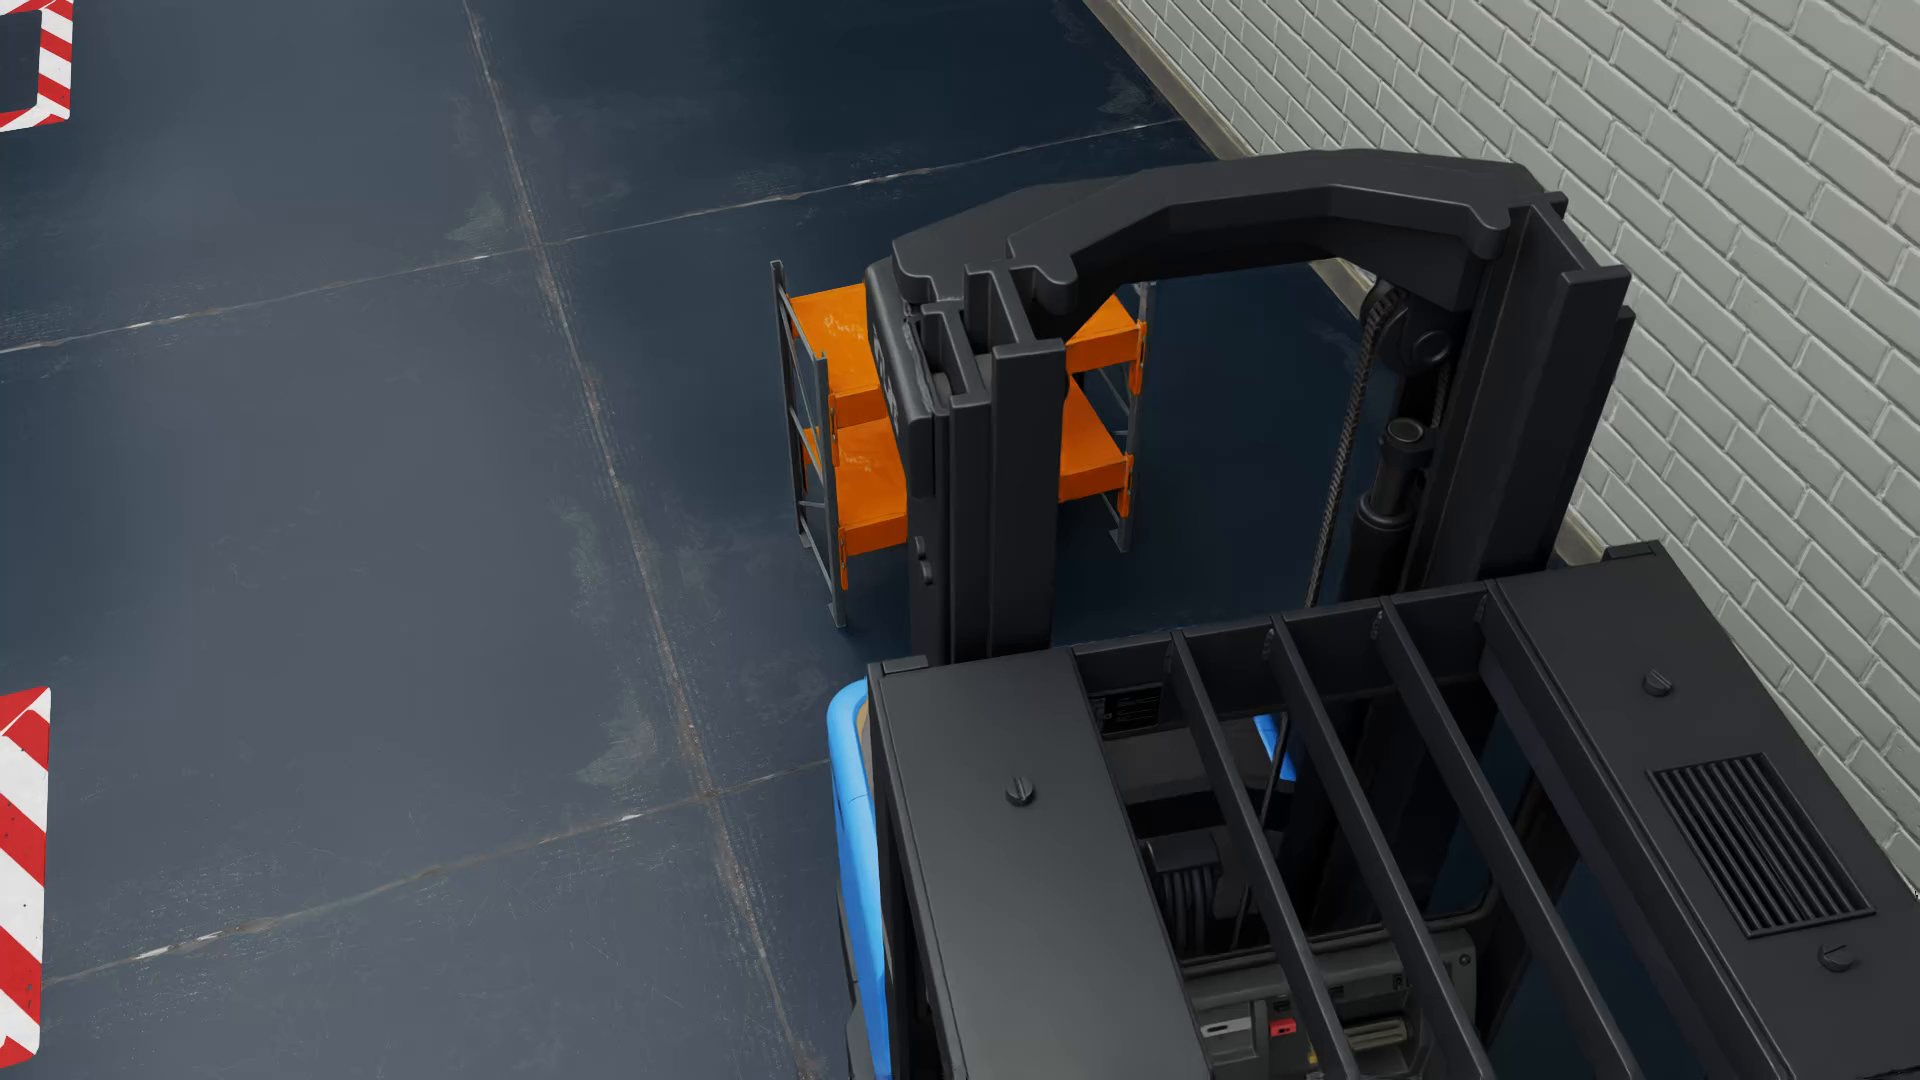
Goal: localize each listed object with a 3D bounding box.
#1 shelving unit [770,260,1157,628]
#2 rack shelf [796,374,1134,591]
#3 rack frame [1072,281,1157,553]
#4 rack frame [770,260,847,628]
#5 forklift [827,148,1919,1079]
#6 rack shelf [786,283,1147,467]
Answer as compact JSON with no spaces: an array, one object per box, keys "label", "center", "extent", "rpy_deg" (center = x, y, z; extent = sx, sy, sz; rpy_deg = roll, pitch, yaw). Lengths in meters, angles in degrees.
[{"label":"shelving unit","center":[0.006,-0.399,5.353],"extent":[1.048,1.125,0.538],"rpy_deg":[-14,47,-14]},{"label":"rack shelf","center":[0.006,-0.226,5.526],"extent":[1.000,0.278,0.538],"rpy_deg":[-14,47,-14]},{"label":"rack frame","center":[0.484,-0.521,5.475],"extent":[0.032,1.125,0.500],"rpy_deg":[-14,47,-14]},{"label":"rack frame","center":[-0.472,-0.276,5.231],"extent":[0.032,1.125,0.500],"rpy_deg":[-14,47,-14]},{"label":"forklift","center":[0.475,1.014,2.670],"extent":[1.130,2.935,3.031],"rpy_deg":[-8,46,-8]},{"label":"rack shelf","center":[0.006,-0.605,5.146],"extent":[1.000,0.278,0.538],"rpy_deg":[-14,47,-14]}]
